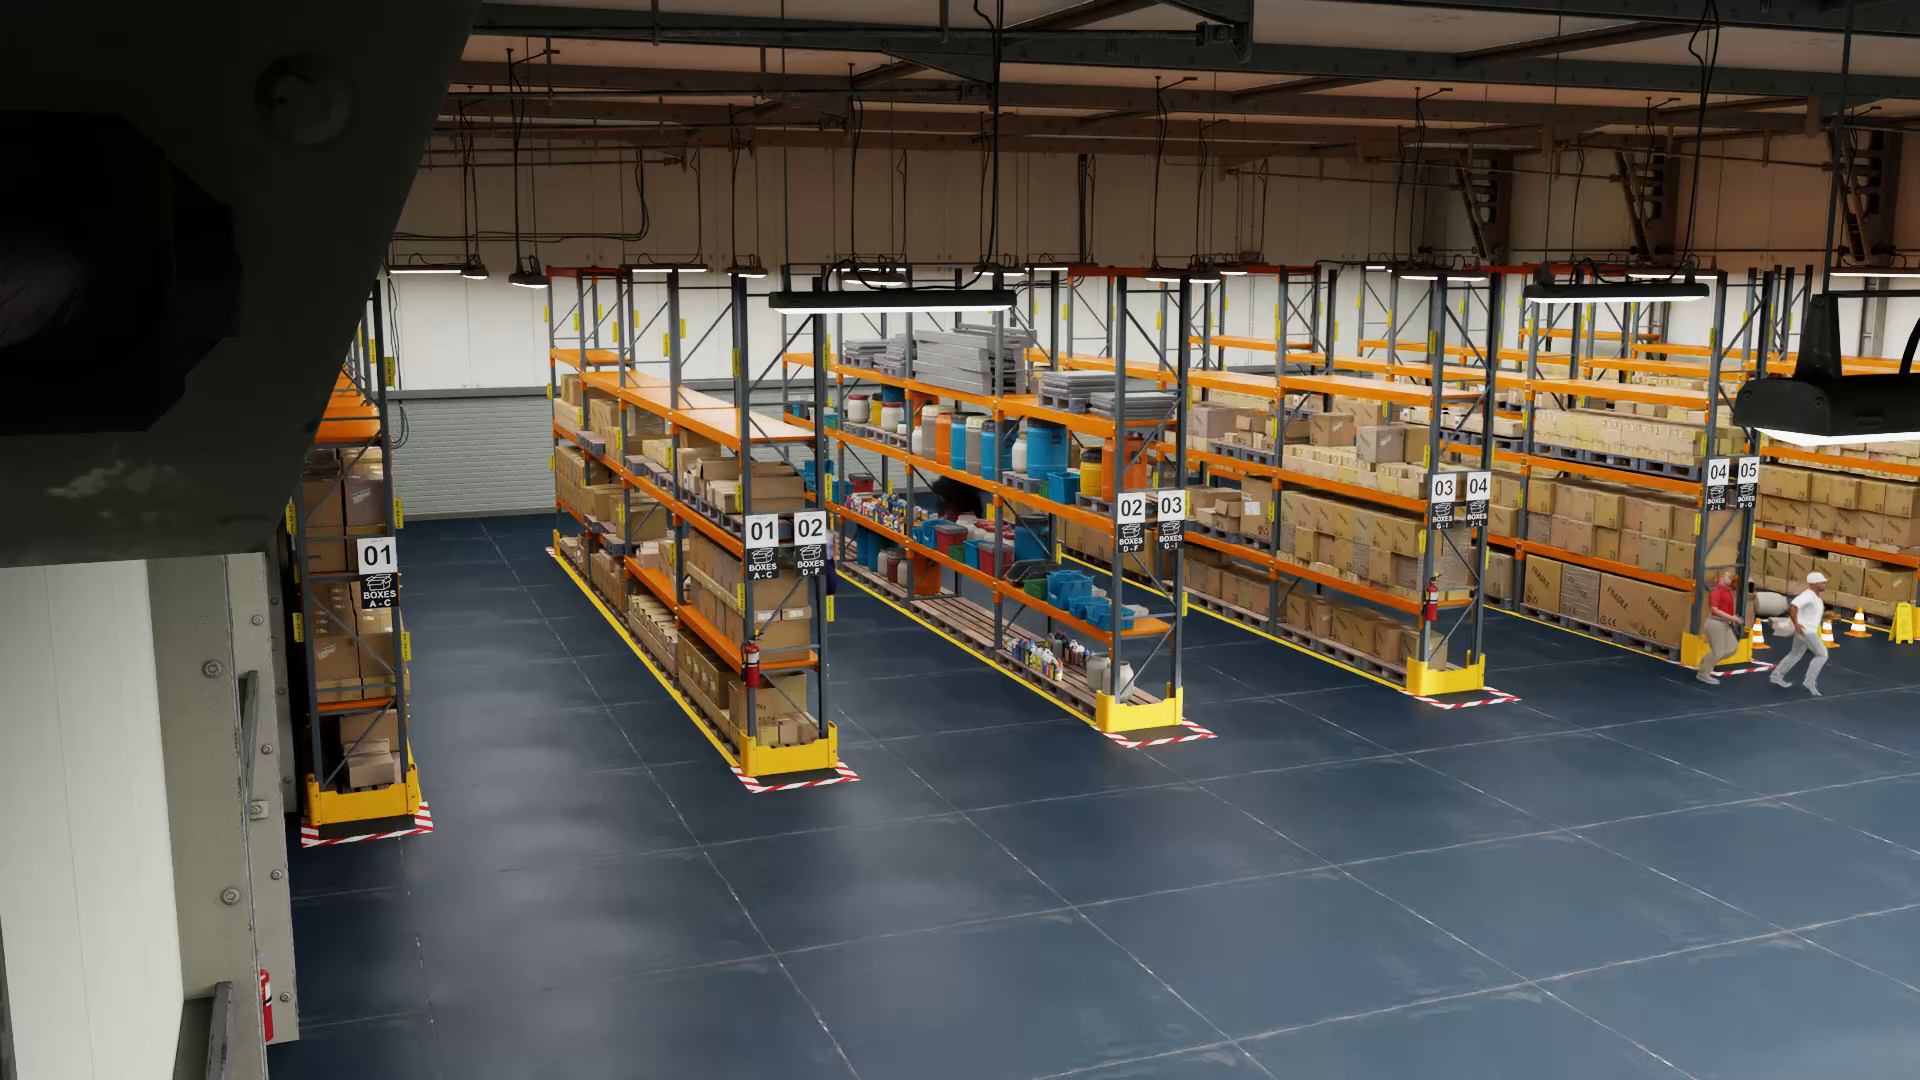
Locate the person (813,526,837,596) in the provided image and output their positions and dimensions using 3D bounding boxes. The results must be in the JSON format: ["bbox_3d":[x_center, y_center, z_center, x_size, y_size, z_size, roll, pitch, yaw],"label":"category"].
[{"bbox_3d":[-2.307,0.444,27.836,0.605,1.621,0.533,-5,11,-26],"label":"person"}]

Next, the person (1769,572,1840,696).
[{"bbox_3d":[12.201,1.346,23.979,0.842,1.807,0.623,4,11,24],"label":"person"}]

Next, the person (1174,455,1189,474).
[{"bbox_3d":[5.446,-1.701,41.524,0.526,1.681,0.761,-3,10,-15],"label":"person"}]

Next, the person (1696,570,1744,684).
[{"bbox_3d":[11.244,1.274,24.506,0.606,1.700,0.703,8,12,37],"label":"person"}]
